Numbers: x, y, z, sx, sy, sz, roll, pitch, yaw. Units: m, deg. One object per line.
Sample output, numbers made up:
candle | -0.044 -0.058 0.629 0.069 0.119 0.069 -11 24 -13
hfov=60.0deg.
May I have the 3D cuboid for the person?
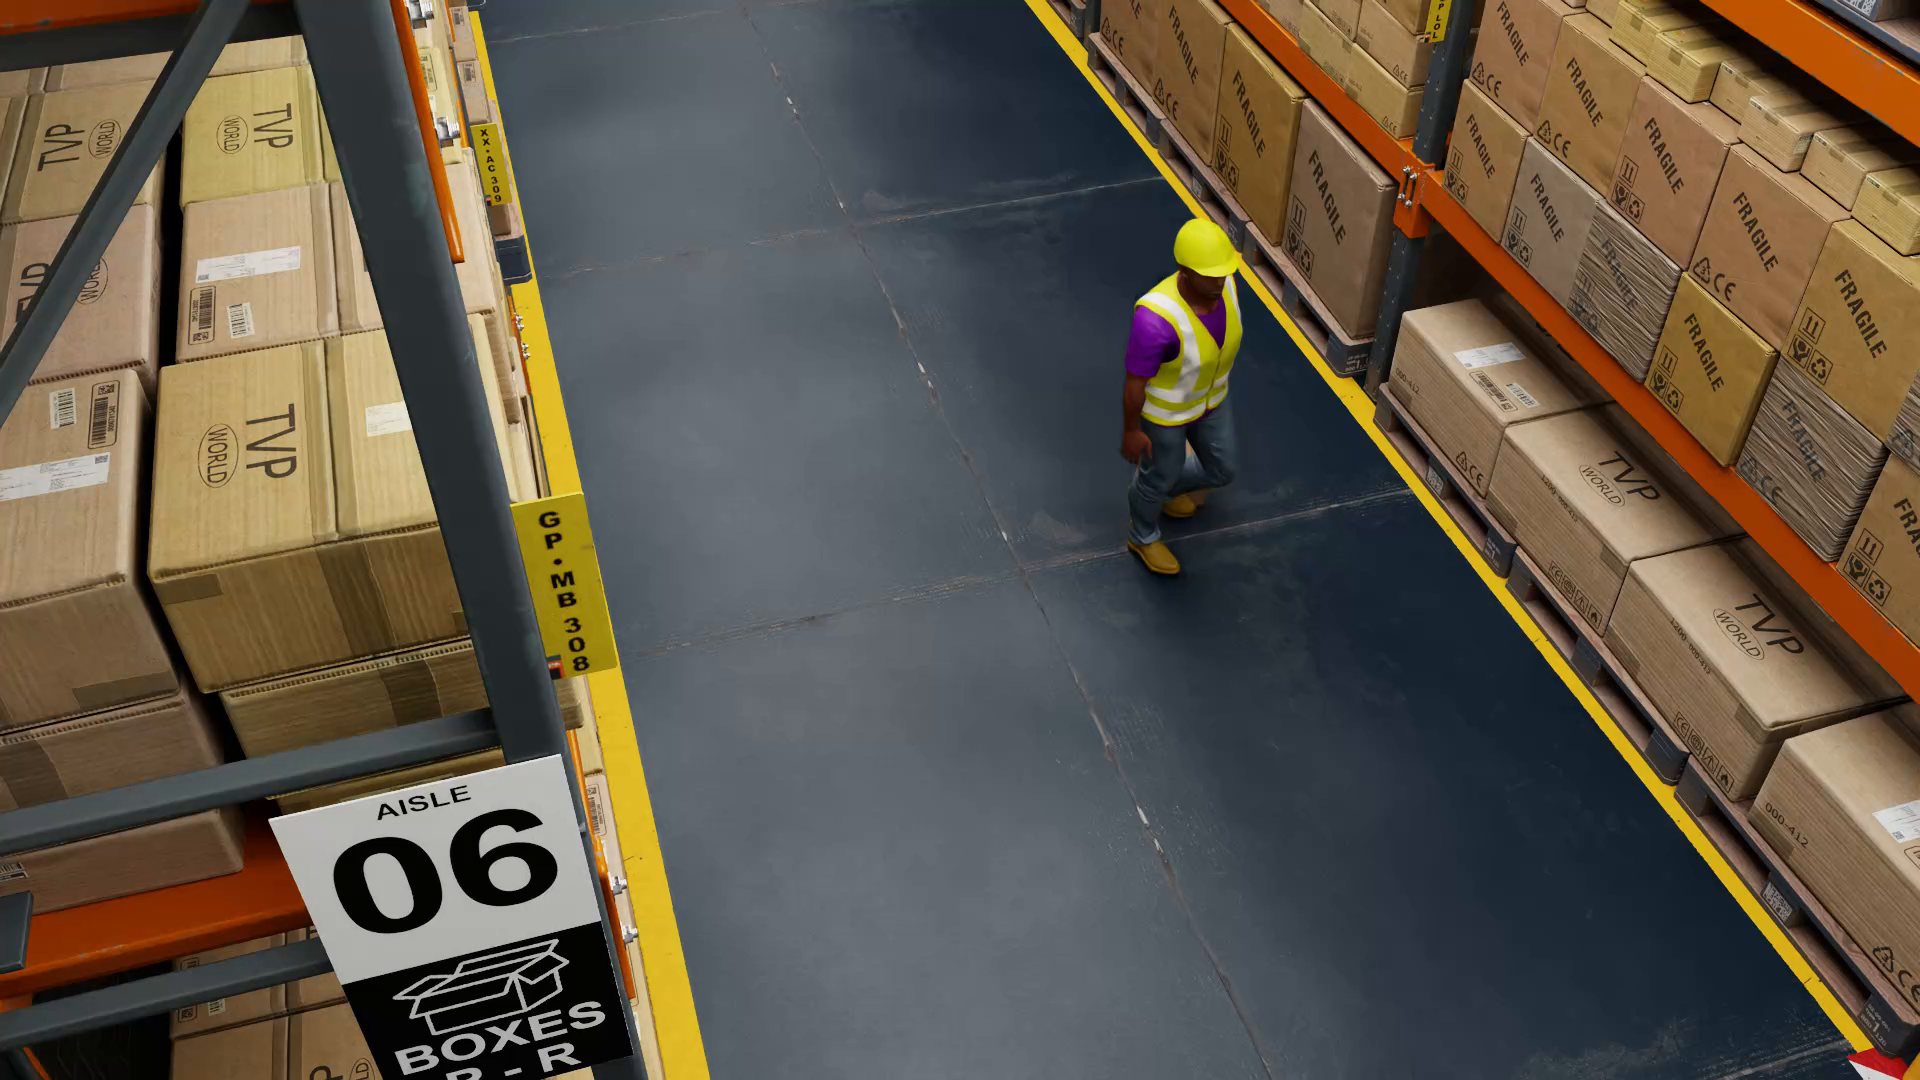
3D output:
person | 0.877 -0.570 6.760 0.617 1.756 0.518 -30 50 -29
